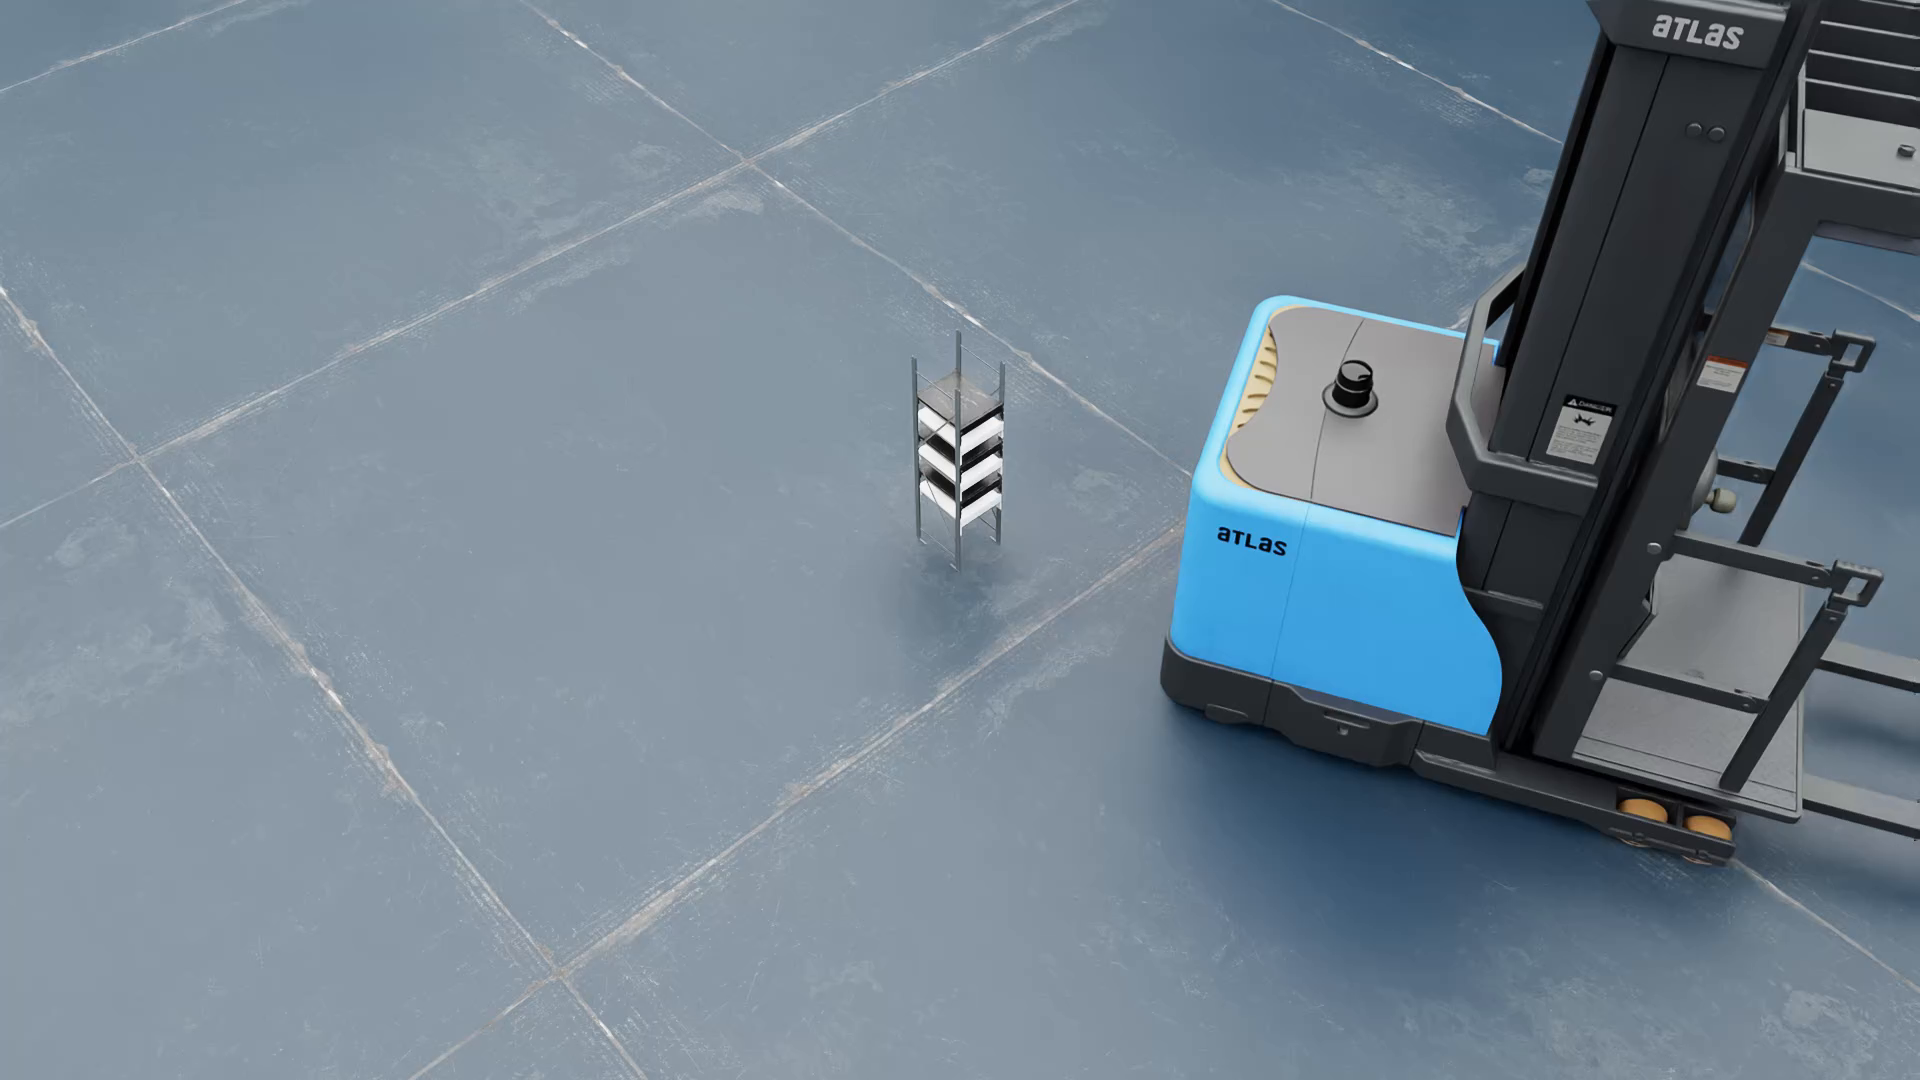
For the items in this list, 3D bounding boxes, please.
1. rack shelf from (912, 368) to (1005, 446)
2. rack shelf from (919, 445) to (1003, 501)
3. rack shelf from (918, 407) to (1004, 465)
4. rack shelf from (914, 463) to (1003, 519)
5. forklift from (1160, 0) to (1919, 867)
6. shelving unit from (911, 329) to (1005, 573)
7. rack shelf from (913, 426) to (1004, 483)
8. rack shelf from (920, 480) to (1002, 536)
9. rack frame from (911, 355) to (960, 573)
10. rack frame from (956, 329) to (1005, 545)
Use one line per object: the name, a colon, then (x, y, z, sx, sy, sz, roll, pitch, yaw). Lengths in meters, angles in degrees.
rack shelf: (-0.006, -0.462, 5.742, 0.200, 0.077, 0.258, -34, 56, -27)
rack shelf: (-0.006, -0.279, 5.940, 0.200, 0.077, 0.258, -34, 56, -27)
rack shelf: (-0.006, -0.401, 5.808, 0.200, 0.077, 0.258, -34, 56, -27)
rack shelf: (-0.006, -0.218, 6.006, 0.200, 0.077, 0.258, -34, 56, -27)
forklift: (2.259, -0.405, 4.630, 3.031, 2.935, 1.130, 15, 49, 13)
shelving unit: (-0.006, -0.301, 5.916, 0.210, 0.900, 0.258, -34, 56, -27)
rack shelf: (-0.006, -0.340, 5.874, 0.200, 0.077, 0.258, -34, 56, -27)
rack shelf: (-0.006, -0.156, 6.072, 0.200, 0.077, 0.258, -34, 56, -27)
rack frame: (-0.081, -0.251, 5.869, 0.006, 0.900, 0.240, -34, 56, -27)
rack frame: (0.069, -0.351, 5.962, 0.006, 0.900, 0.240, -34, 56, -27)
